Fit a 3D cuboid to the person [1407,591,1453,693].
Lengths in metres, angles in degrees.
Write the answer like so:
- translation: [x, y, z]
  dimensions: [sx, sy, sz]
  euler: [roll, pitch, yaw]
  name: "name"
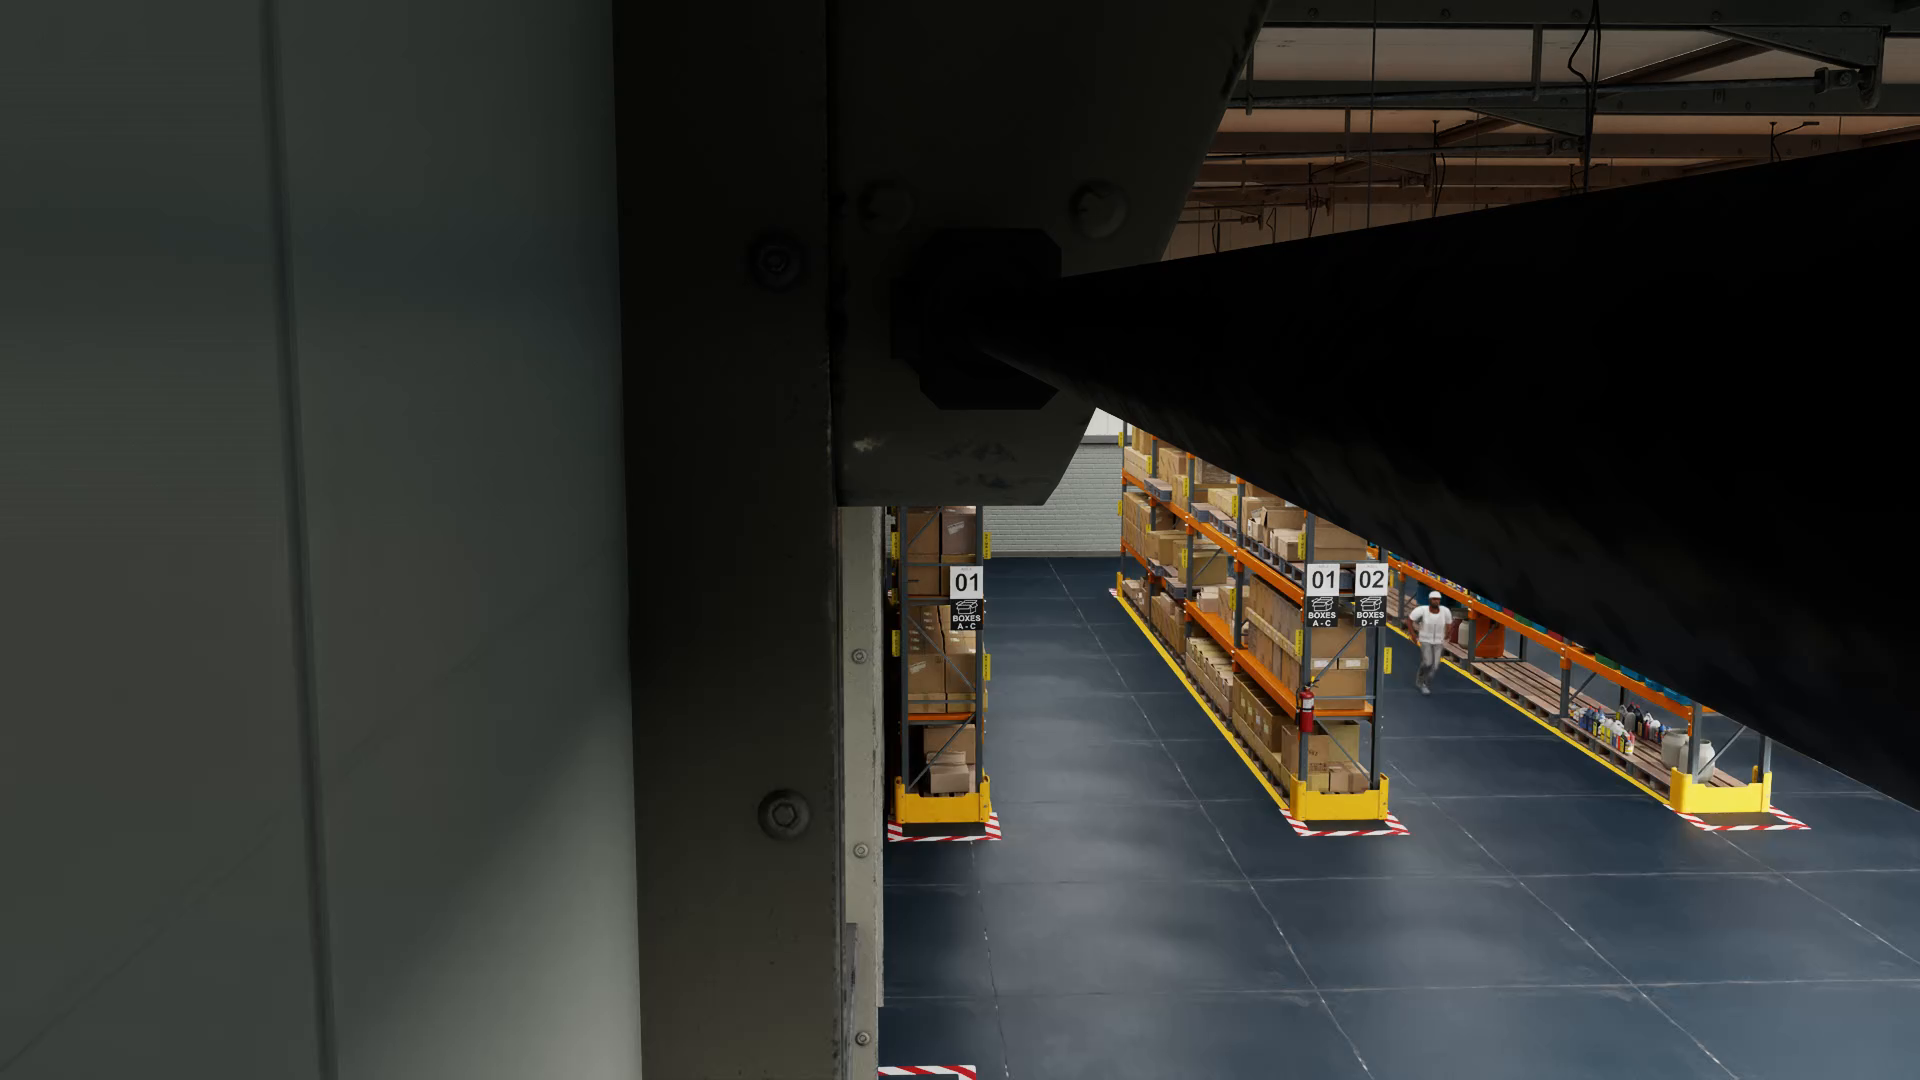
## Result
- translation: [7.699, 1.674, 27.124]
  dimensions: [0.703, 1.718, 0.571]
  euler: [0, 8, -3]
  name: "person"
